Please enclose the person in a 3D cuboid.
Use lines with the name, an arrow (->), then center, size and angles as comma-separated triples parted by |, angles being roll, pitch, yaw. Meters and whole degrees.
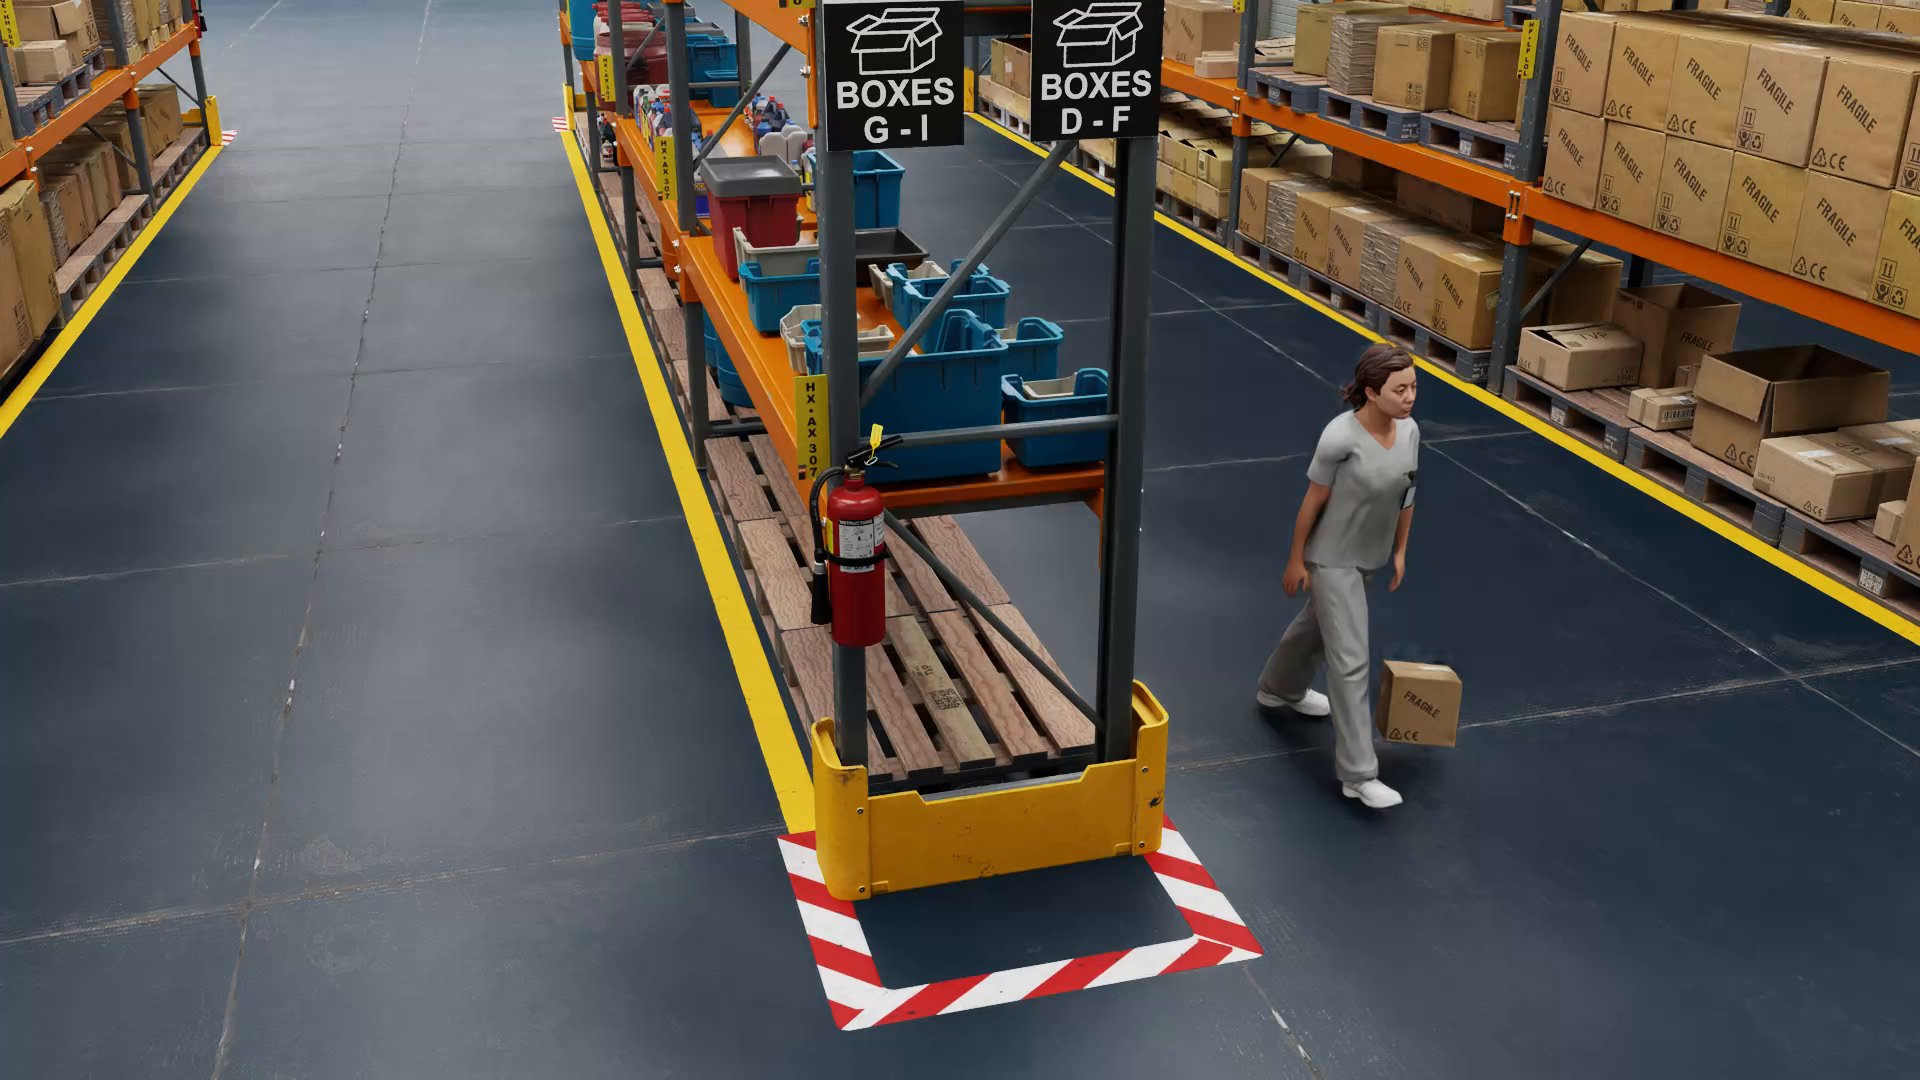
person -> 1.426, 0.070, 5.976 | 0.483, 1.622, 0.946 | -15, 27, -31
